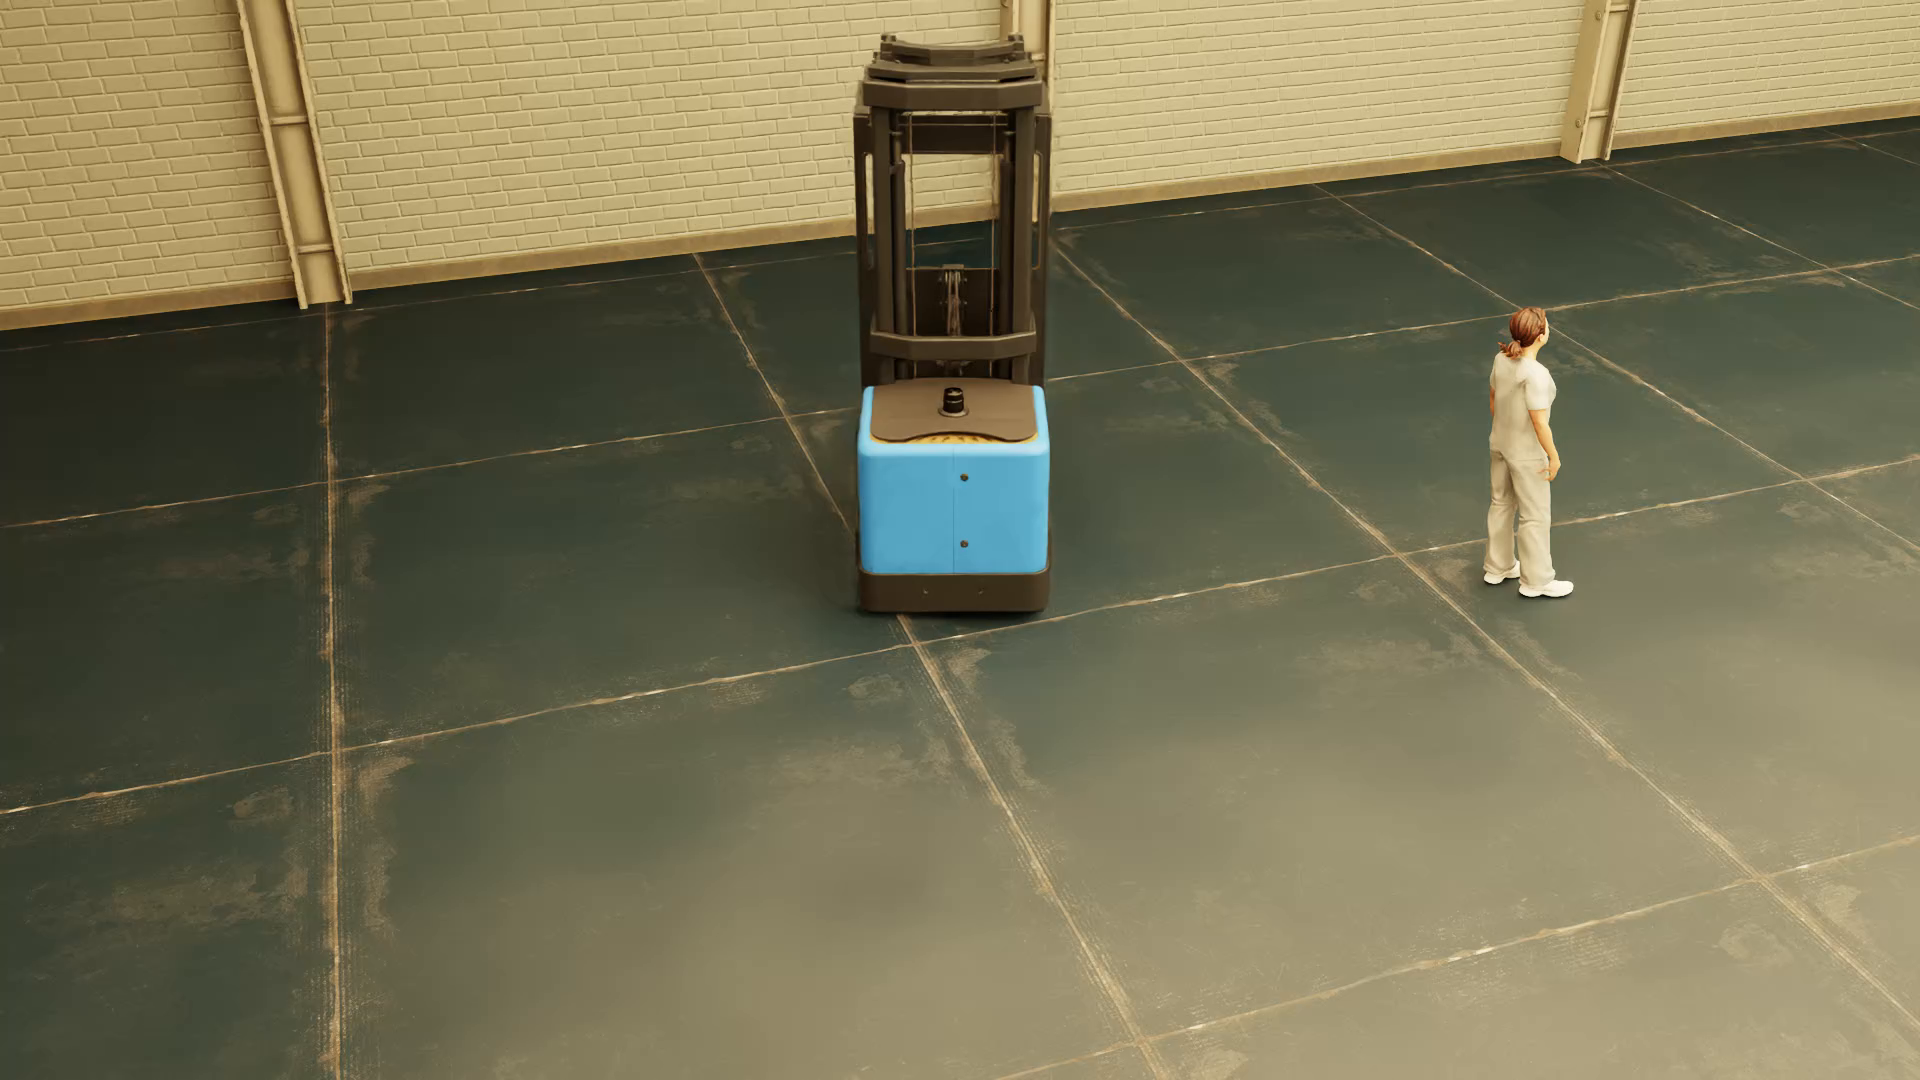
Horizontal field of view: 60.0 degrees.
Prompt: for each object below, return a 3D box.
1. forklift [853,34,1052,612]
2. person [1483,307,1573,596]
[{"bbox_3d":[-0.045,-1.568,9.811,1.130,2.935,3.031,0,30,0],"label":"forklift"},{"bbox_3d":[3.159,-0.502,9.203,0.550,1.676,0.550,-9,31,-15],"label":"person"}]
